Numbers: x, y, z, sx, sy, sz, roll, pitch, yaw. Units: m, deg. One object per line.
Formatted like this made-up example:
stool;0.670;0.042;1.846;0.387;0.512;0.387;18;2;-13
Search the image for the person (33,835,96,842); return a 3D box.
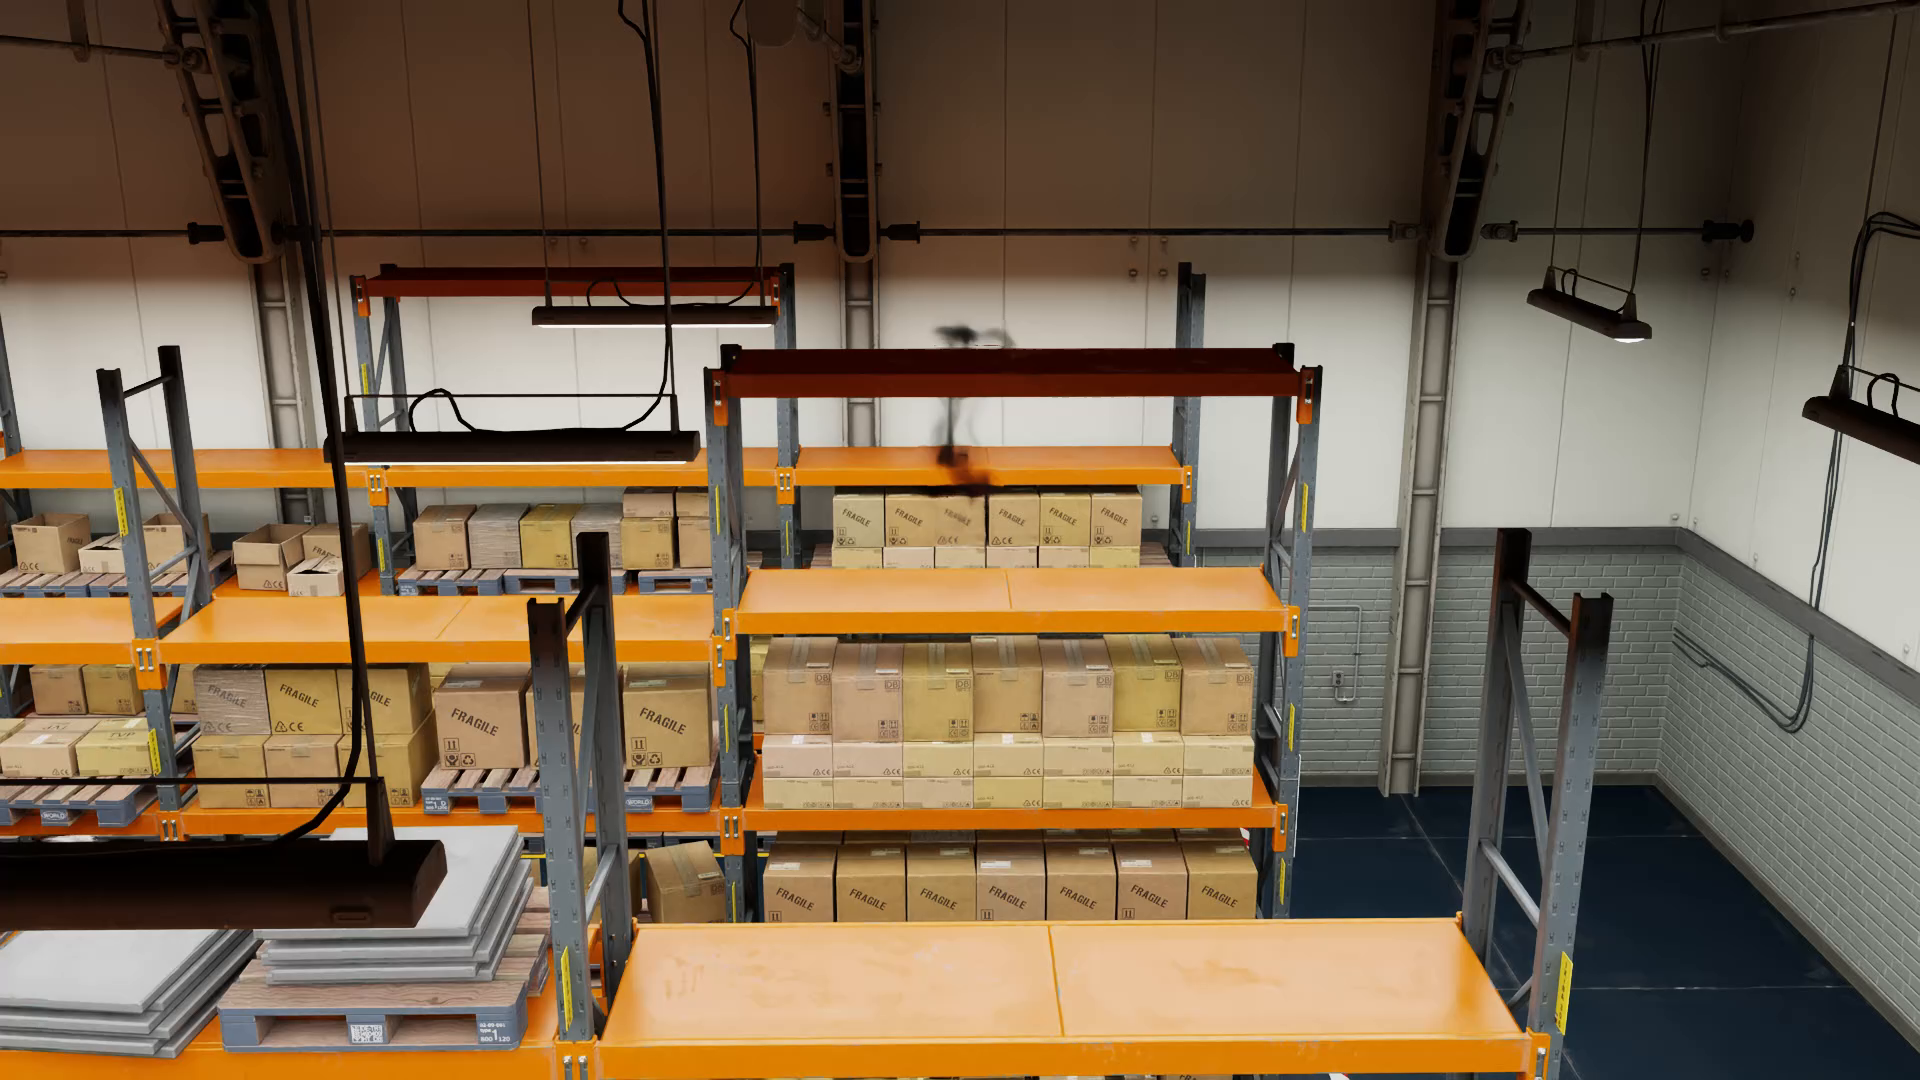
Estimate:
person;-7.948;3.168;14.786;0.665;1.604;0.571;-1;16;-2
